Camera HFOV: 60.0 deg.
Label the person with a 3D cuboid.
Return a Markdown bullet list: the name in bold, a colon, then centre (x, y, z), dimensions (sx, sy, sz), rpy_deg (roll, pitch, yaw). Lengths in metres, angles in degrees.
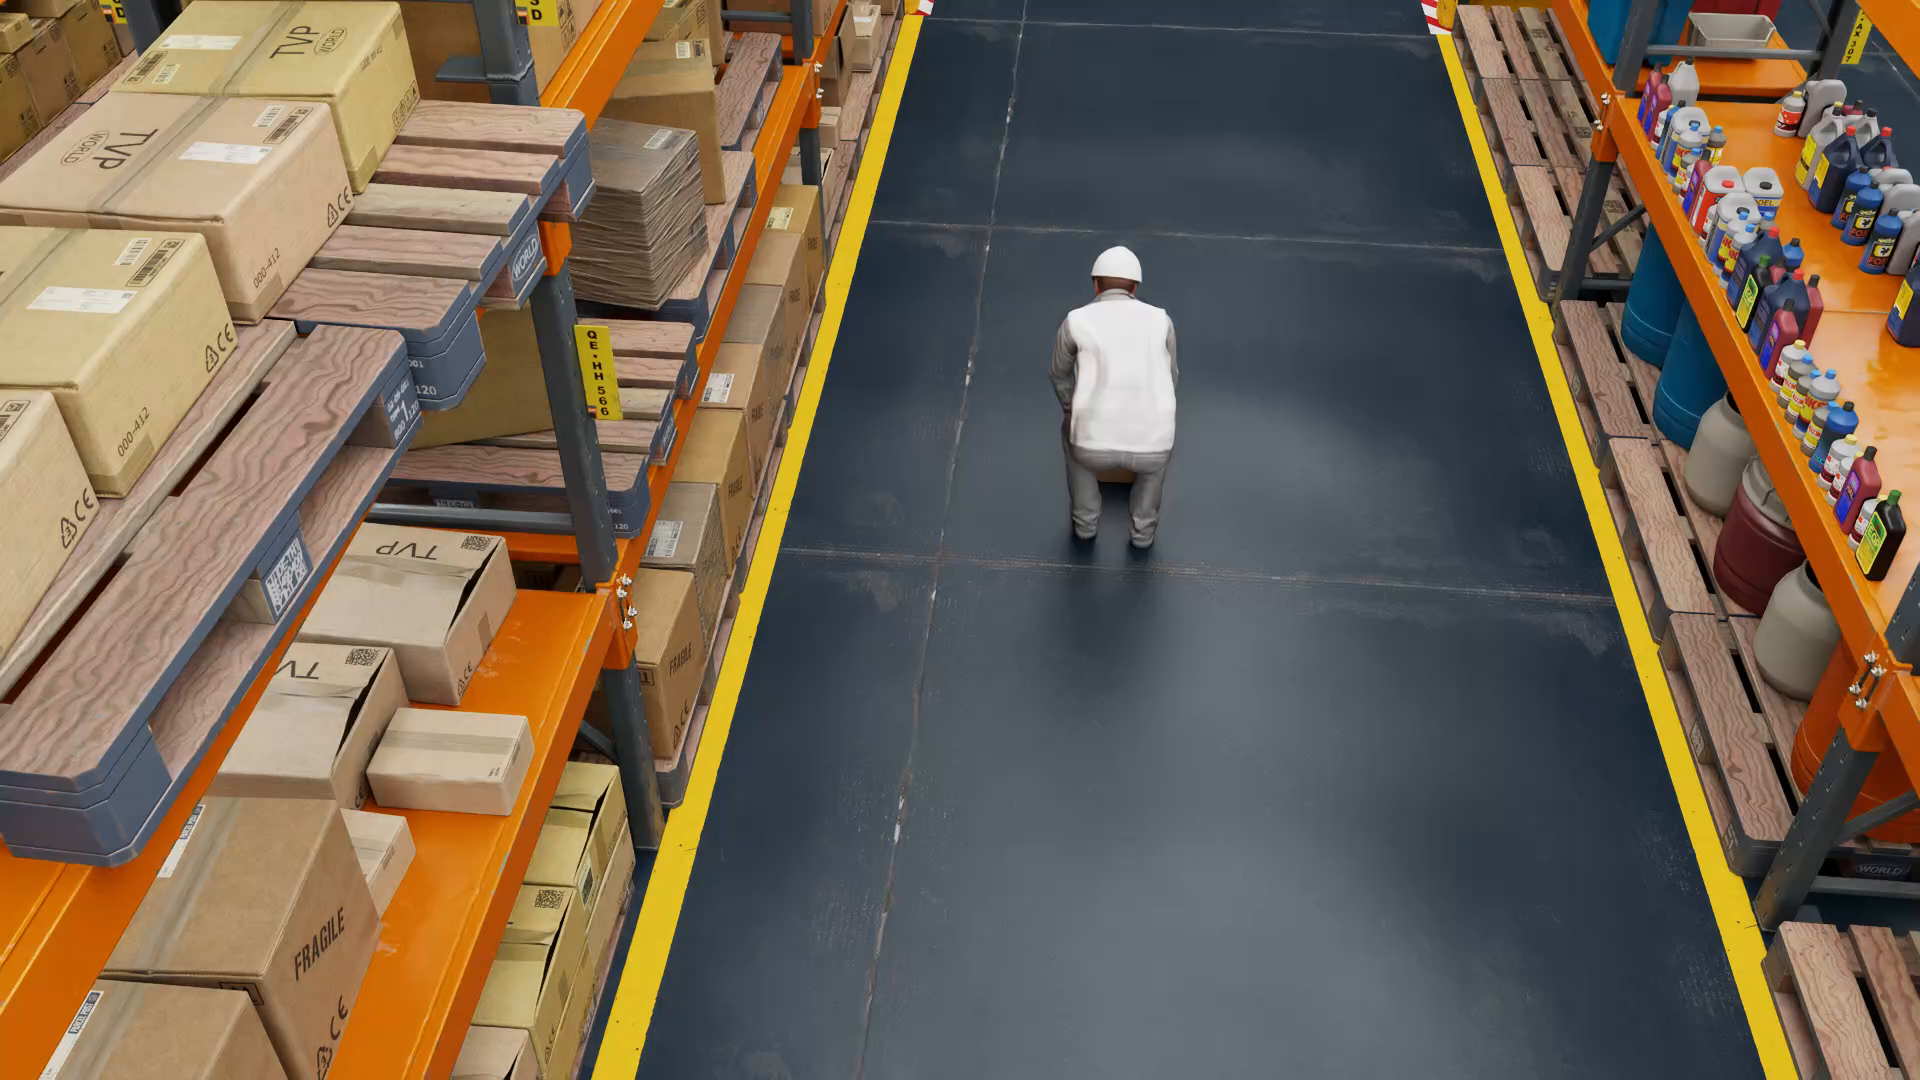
- **person**: centre (0.664, -0.583, 7.278), dimensions (0.573, 1.211, 0.851), rpy_deg (3, 40, 4)
